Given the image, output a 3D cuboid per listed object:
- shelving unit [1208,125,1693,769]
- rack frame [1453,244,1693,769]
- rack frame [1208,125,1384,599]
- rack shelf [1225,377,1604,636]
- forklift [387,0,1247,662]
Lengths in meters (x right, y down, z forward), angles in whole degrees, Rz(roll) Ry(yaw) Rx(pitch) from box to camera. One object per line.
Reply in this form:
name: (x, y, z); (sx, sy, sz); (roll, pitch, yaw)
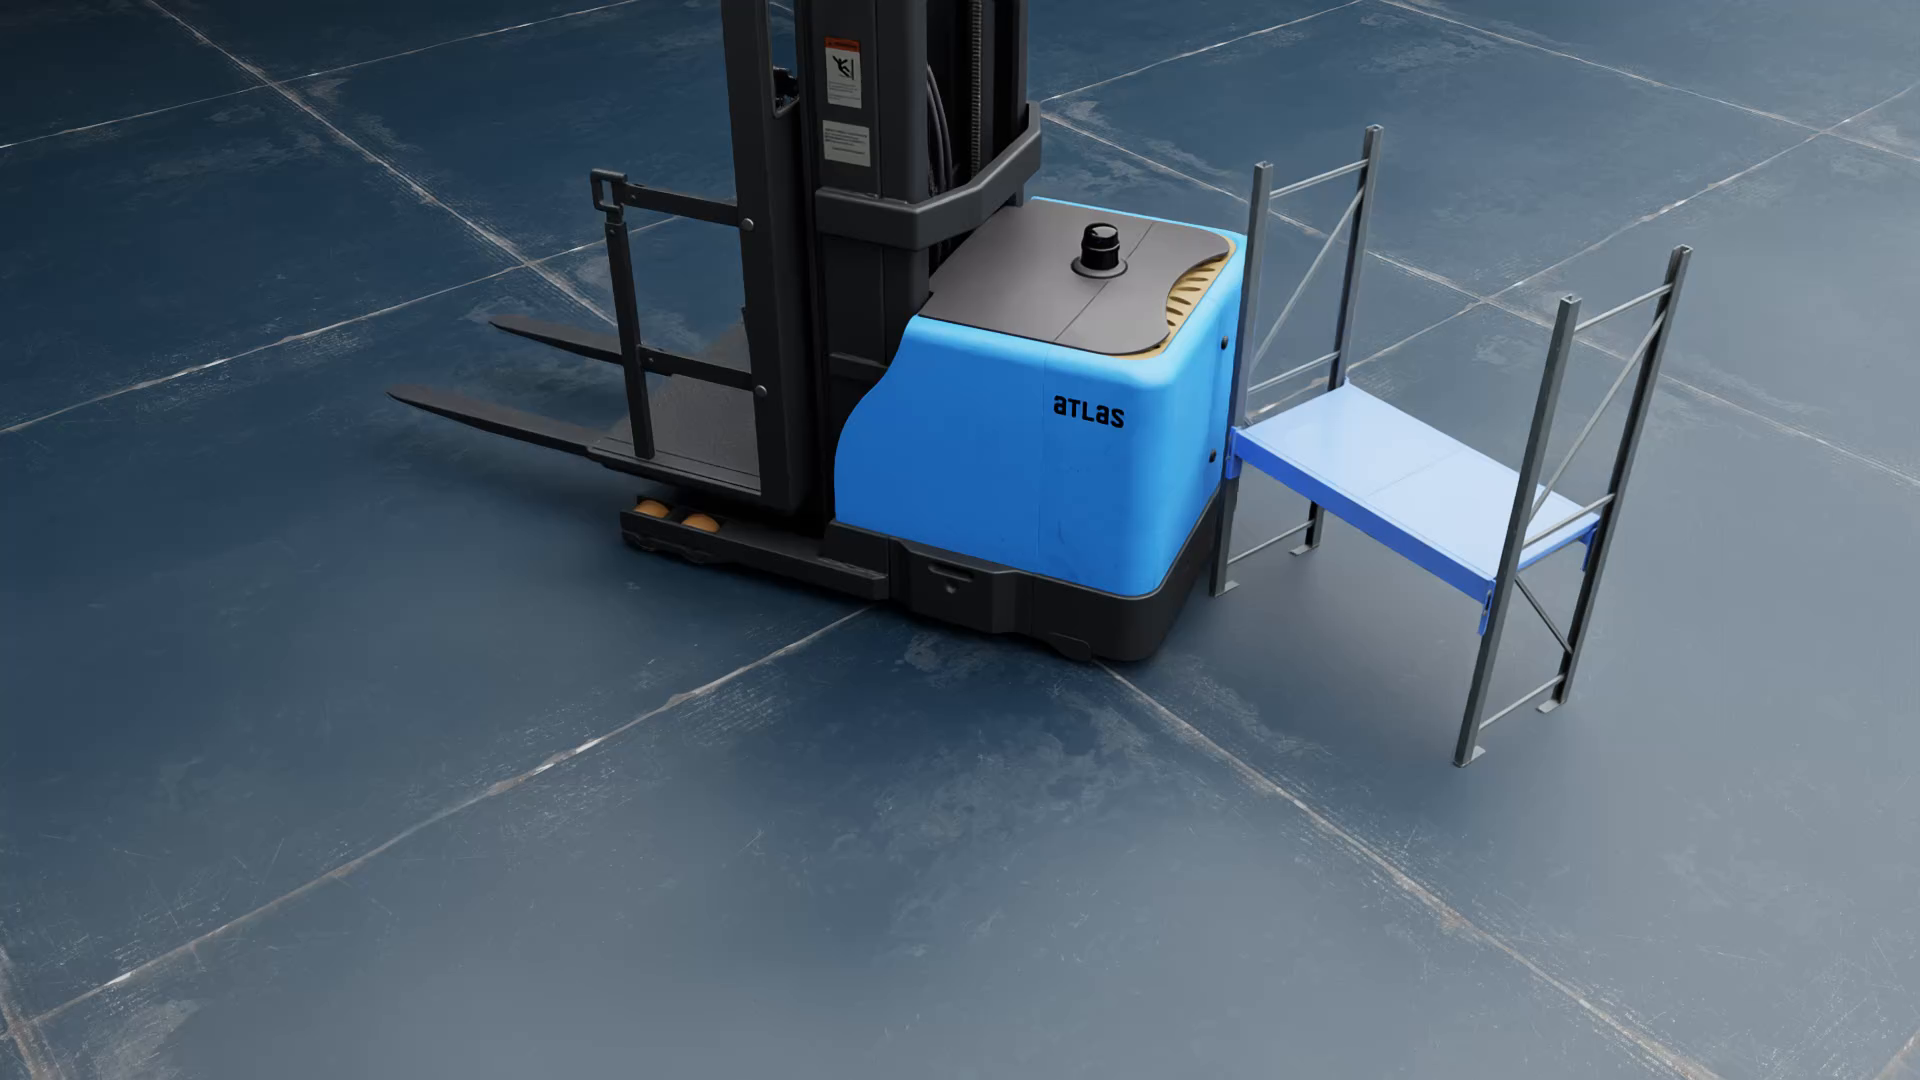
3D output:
shelving unit: (1.335, -0.278, 4.845); (0.538, 1.500, 1.048); (-24, 42, -29)
rack frame: (1.641, -0.044, 4.514); (0.500, 1.500, 0.032); (-24, 42, -29)
rack frame: (1.029, -0.513, 5.176); (0.500, 1.500, 0.032); (-24, 42, -29)
rack shelf: (1.335, -0.131, 4.949); (0.538, 0.185, 1.000); (-24, 42, -29)
forklift: (-0.600, -1.379, 5.161); (3.031, 2.935, 1.130); (14, 38, 19)
